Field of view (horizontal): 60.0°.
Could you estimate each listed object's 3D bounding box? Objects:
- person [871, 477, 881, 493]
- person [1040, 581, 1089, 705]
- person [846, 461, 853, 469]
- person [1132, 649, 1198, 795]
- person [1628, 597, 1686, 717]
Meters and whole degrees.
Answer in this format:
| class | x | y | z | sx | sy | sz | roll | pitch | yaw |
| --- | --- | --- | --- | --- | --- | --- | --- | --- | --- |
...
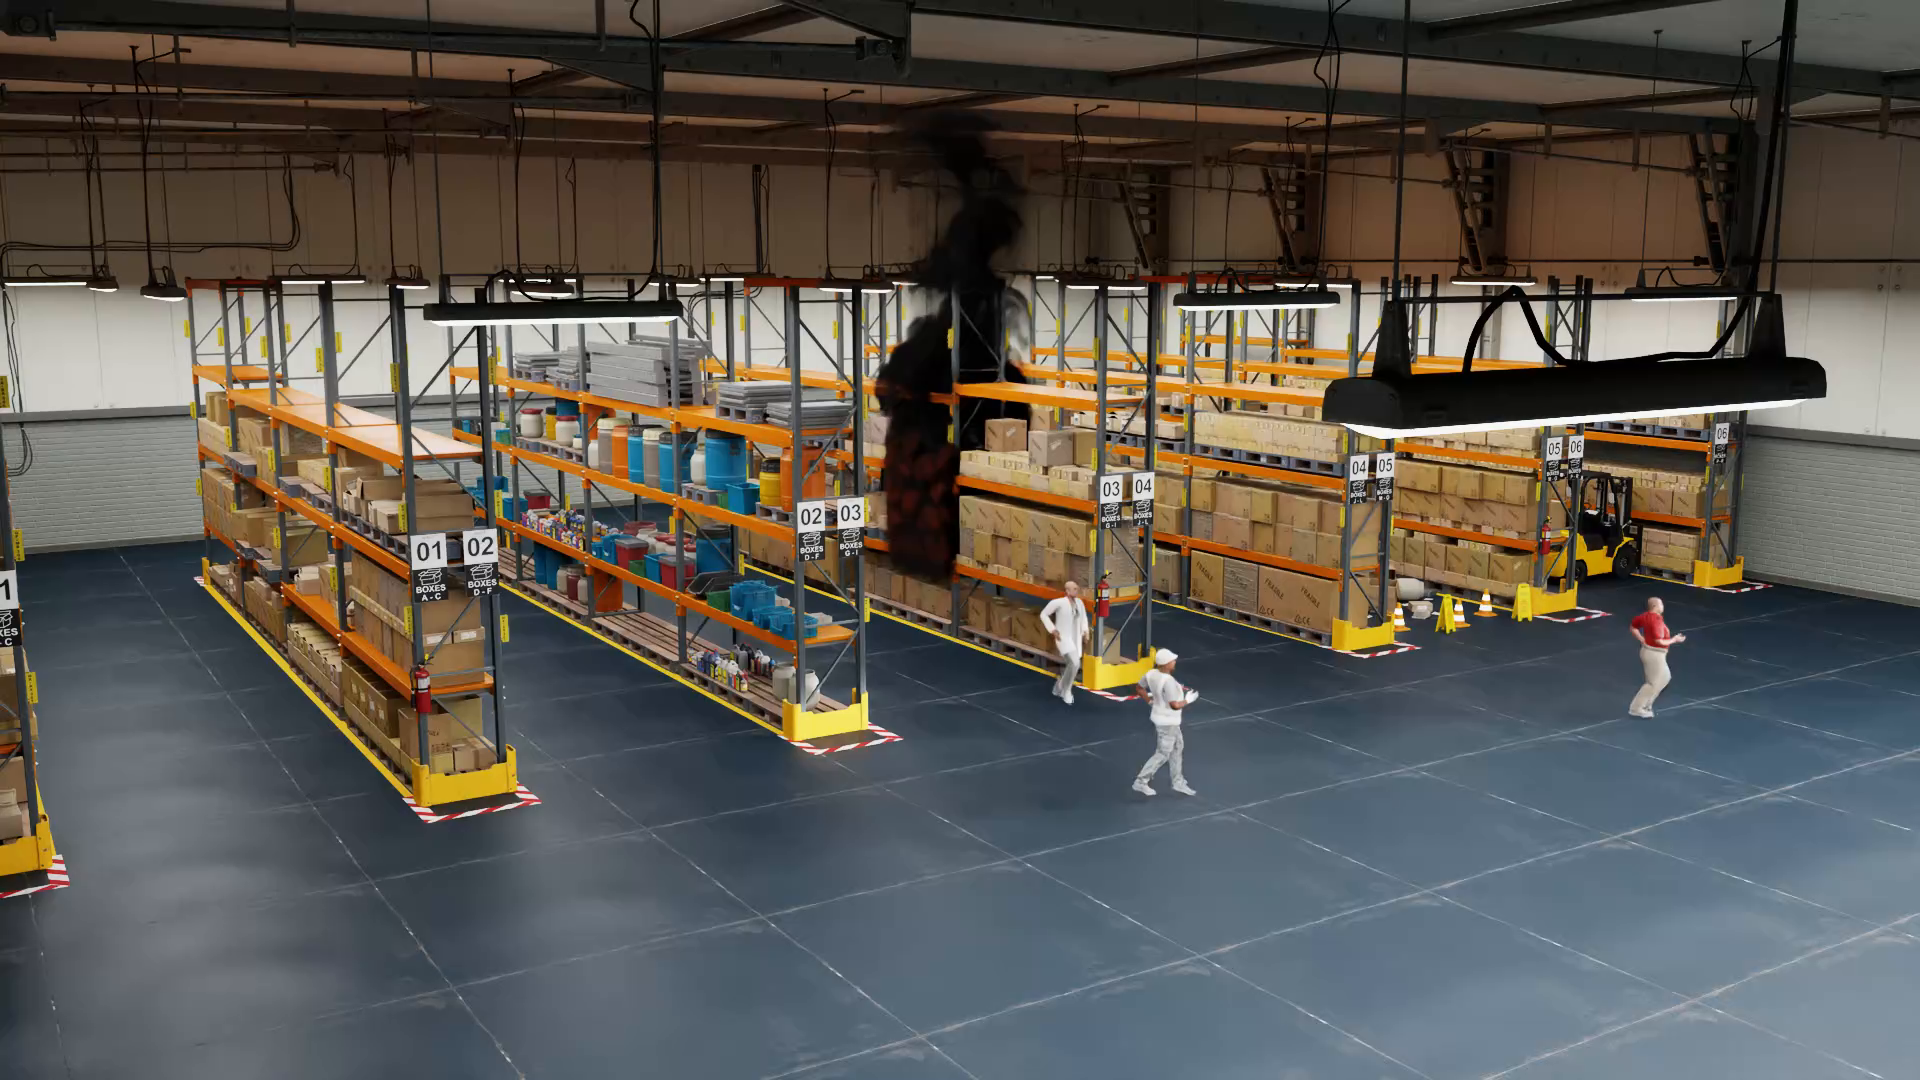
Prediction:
| class | x | y | z | sx | sy | sz | roll | pitch | yaw |
| --- | --- | --- | --- | --- | --- | --- | --- | --- | --- |
| person | -2.153 | -1.516 | 42.238 | 0.612 | 1.586 | 0.674 | 2 | 10 | 11 |
| person | 1.572 | 1.475 | 24.001 | 0.726 | 1.772 | 0.676 | -7 | 12 | -38 |
| person | -2.607 | -1.022 | 38.792 | 0.703 | 1.818 | 0.805 | -5 | 11 | -29 |
| person | 2.428 | 2.174 | 19.607 | 0.828 | 1.820 | 0.668 | -2 | 10 | -10 |
| person | 9.678 | 1.654 | 23.110 | 0.676 | 1.755 | 0.643 | 1 | 10 | 6 |
